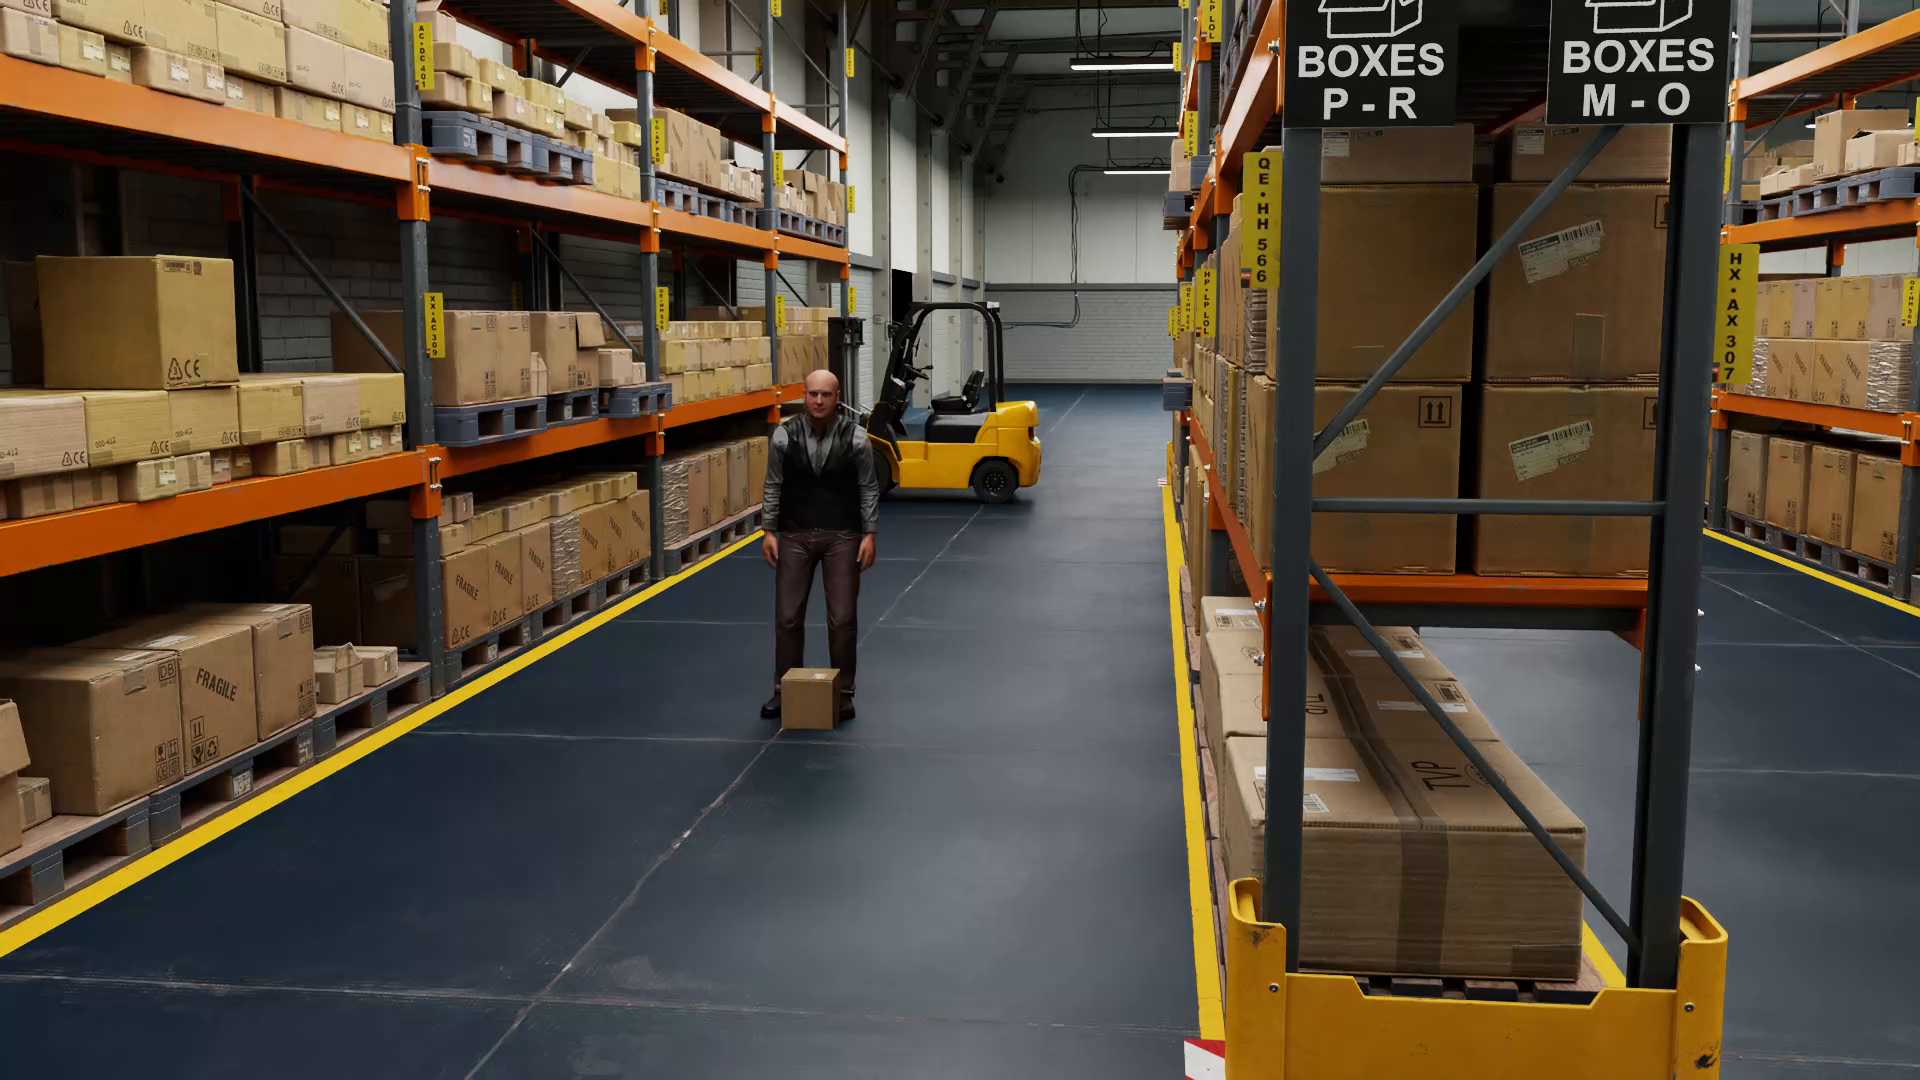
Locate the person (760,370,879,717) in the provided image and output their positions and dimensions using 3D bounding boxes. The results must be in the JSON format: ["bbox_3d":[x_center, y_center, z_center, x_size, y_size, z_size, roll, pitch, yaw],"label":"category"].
[{"bbox_3d":[-0.700,0.014,8.282,0.590,1.720,0.376,0,8,3],"label":"person"}]
